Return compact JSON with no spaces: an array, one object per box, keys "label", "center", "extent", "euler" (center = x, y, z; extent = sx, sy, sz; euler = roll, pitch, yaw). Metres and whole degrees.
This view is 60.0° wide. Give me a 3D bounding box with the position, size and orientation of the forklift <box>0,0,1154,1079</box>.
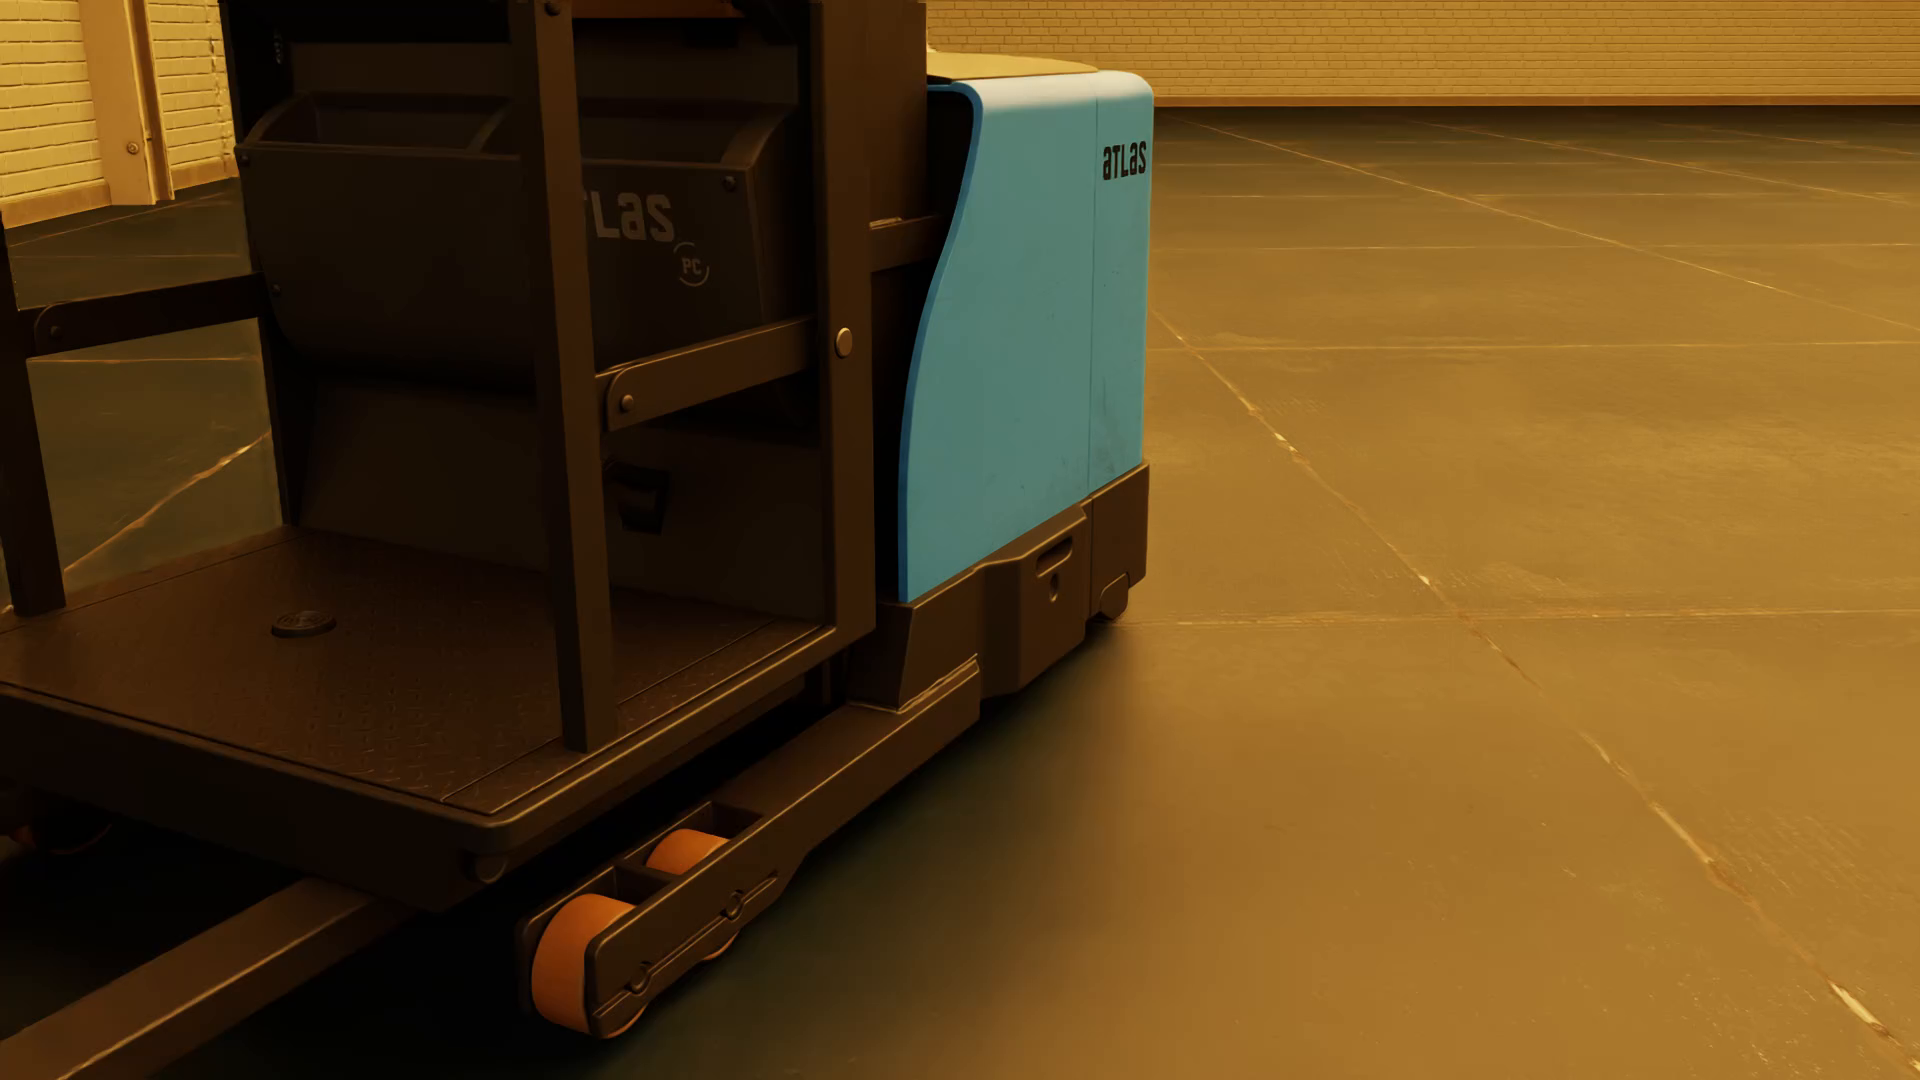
[{"label":"forklift","center":[-0.742,-0.958,2.039],"extent":[1.130,2.935,3.031],"euler":[9,19,26]}]
